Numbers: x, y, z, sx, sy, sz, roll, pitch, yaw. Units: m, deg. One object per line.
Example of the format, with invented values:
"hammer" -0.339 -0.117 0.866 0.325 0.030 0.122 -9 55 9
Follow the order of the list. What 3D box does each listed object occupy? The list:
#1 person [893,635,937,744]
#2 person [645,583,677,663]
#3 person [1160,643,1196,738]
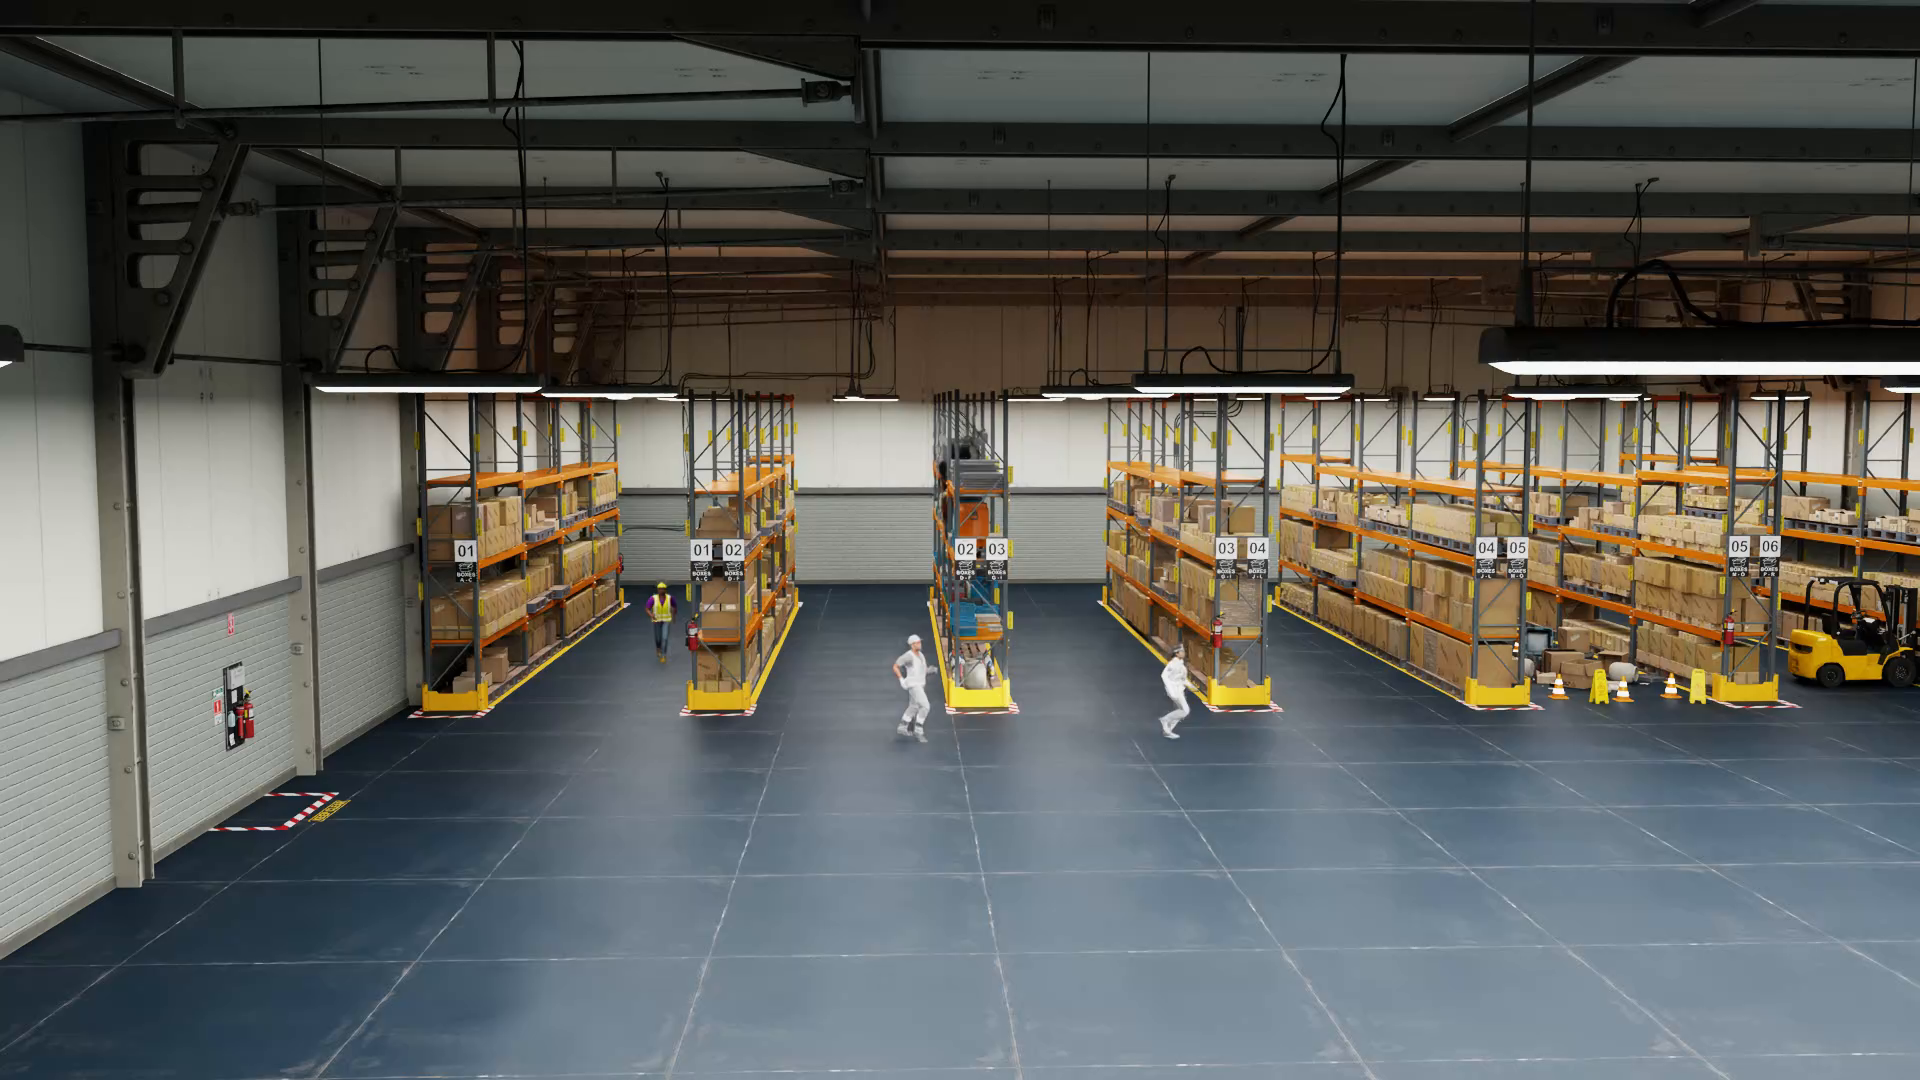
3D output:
"person" -0.745 2.530 28.241 0.758 1.838 0.646 2 5 22
"person" -6.664 1.827 37.128 0.703 1.758 0.853 -1 5 -10
"person" 3.747 2.583 28.474 0.566 1.643 0.600 2 5 24
